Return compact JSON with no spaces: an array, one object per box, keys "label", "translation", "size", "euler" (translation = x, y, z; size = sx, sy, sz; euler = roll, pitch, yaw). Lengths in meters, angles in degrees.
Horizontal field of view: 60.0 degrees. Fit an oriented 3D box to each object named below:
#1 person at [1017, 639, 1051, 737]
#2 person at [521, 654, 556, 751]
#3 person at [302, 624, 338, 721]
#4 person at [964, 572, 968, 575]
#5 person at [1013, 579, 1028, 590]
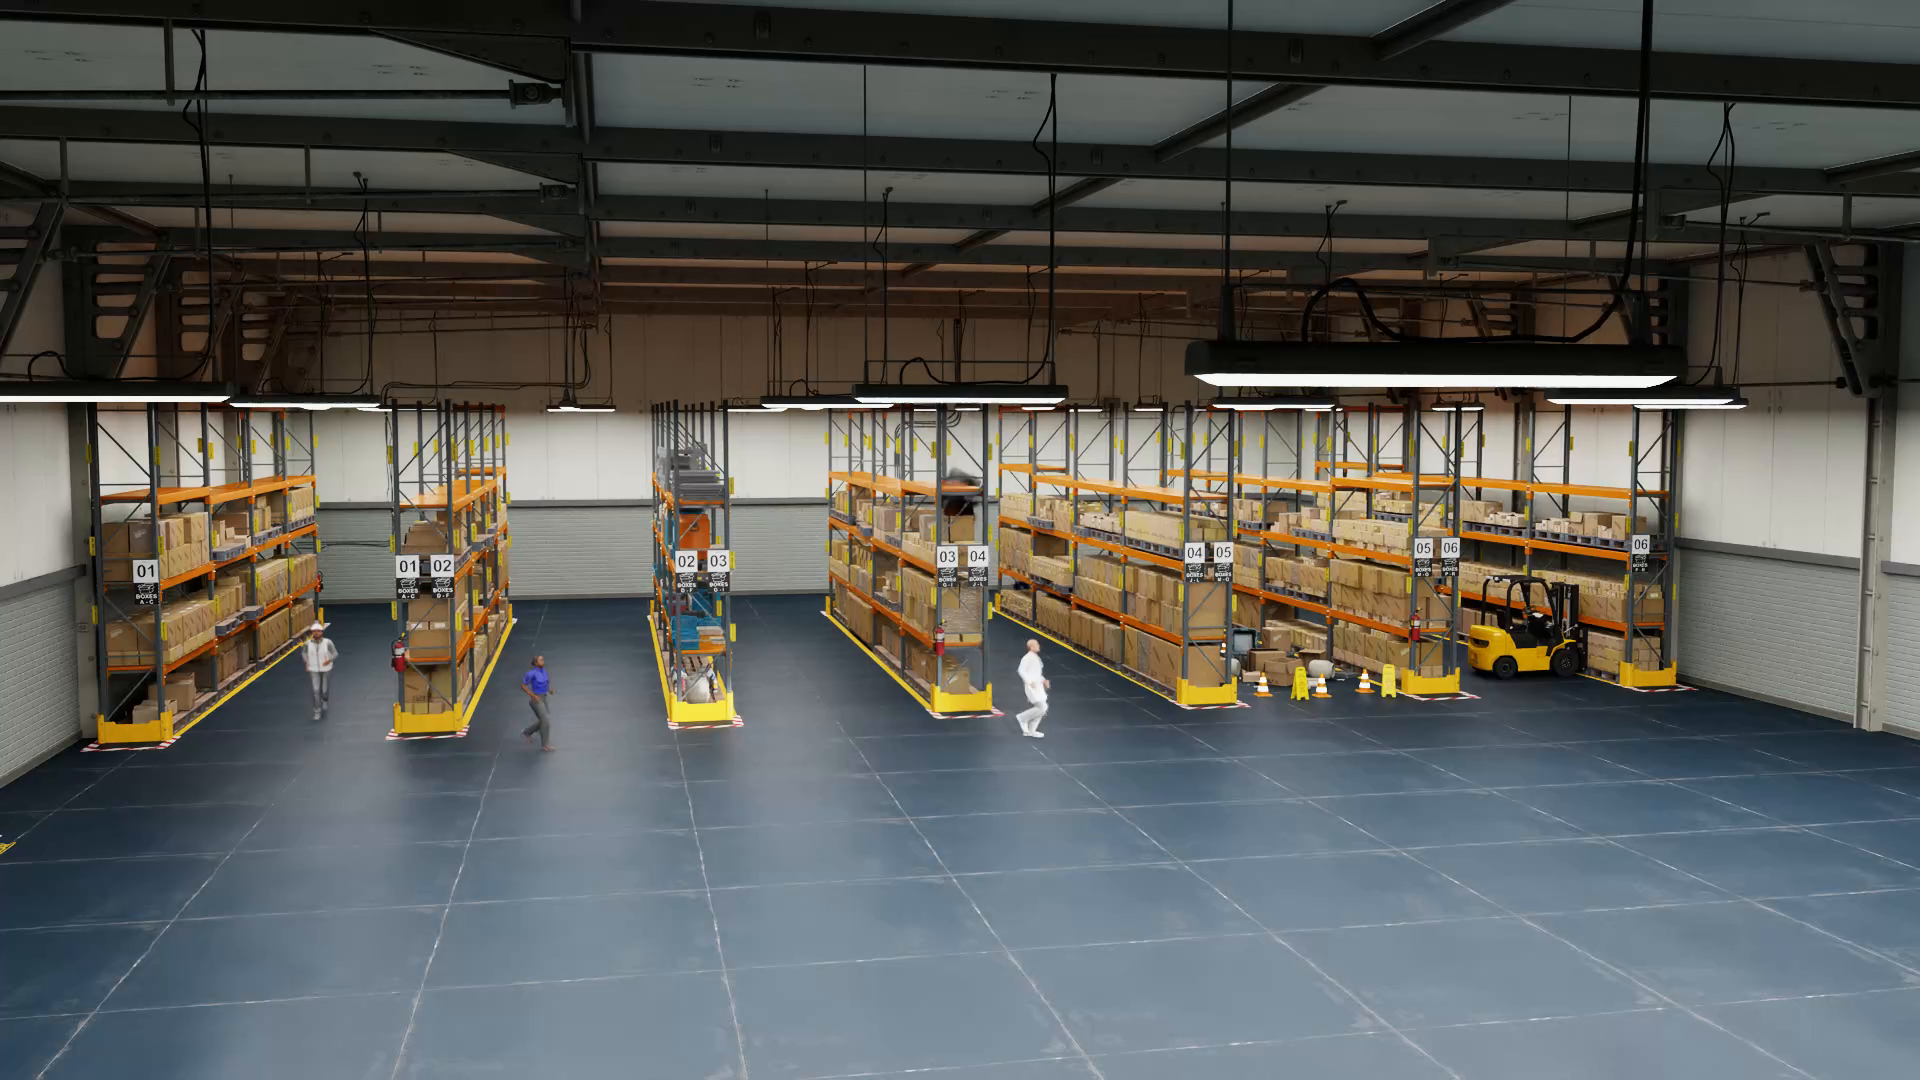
[{"label":"person","translation":[1.299,2.636,29.527],"size":[0.588,1.742,0.715],"euler":[1,5,17]},{"label":"person","translation":[-7.223,2.770,28.403],"size":[0.705,1.651,0.585],"euler":[1,5,19]},{"label":"person","translation":[-12.103,2.464,31.464],"size":[0.652,1.792,0.827],"euler":[-1,4,-17]},{"label":"person","translation":[0.376,1.386,46.060],"size":[0.671,1.787,0.853],"euler":[-1,4,-8]},{"label":"person","translation":[1.882,1.170,50.060],"size":[0.595,1.638,0.655],"euler":[3,6,39]}]
